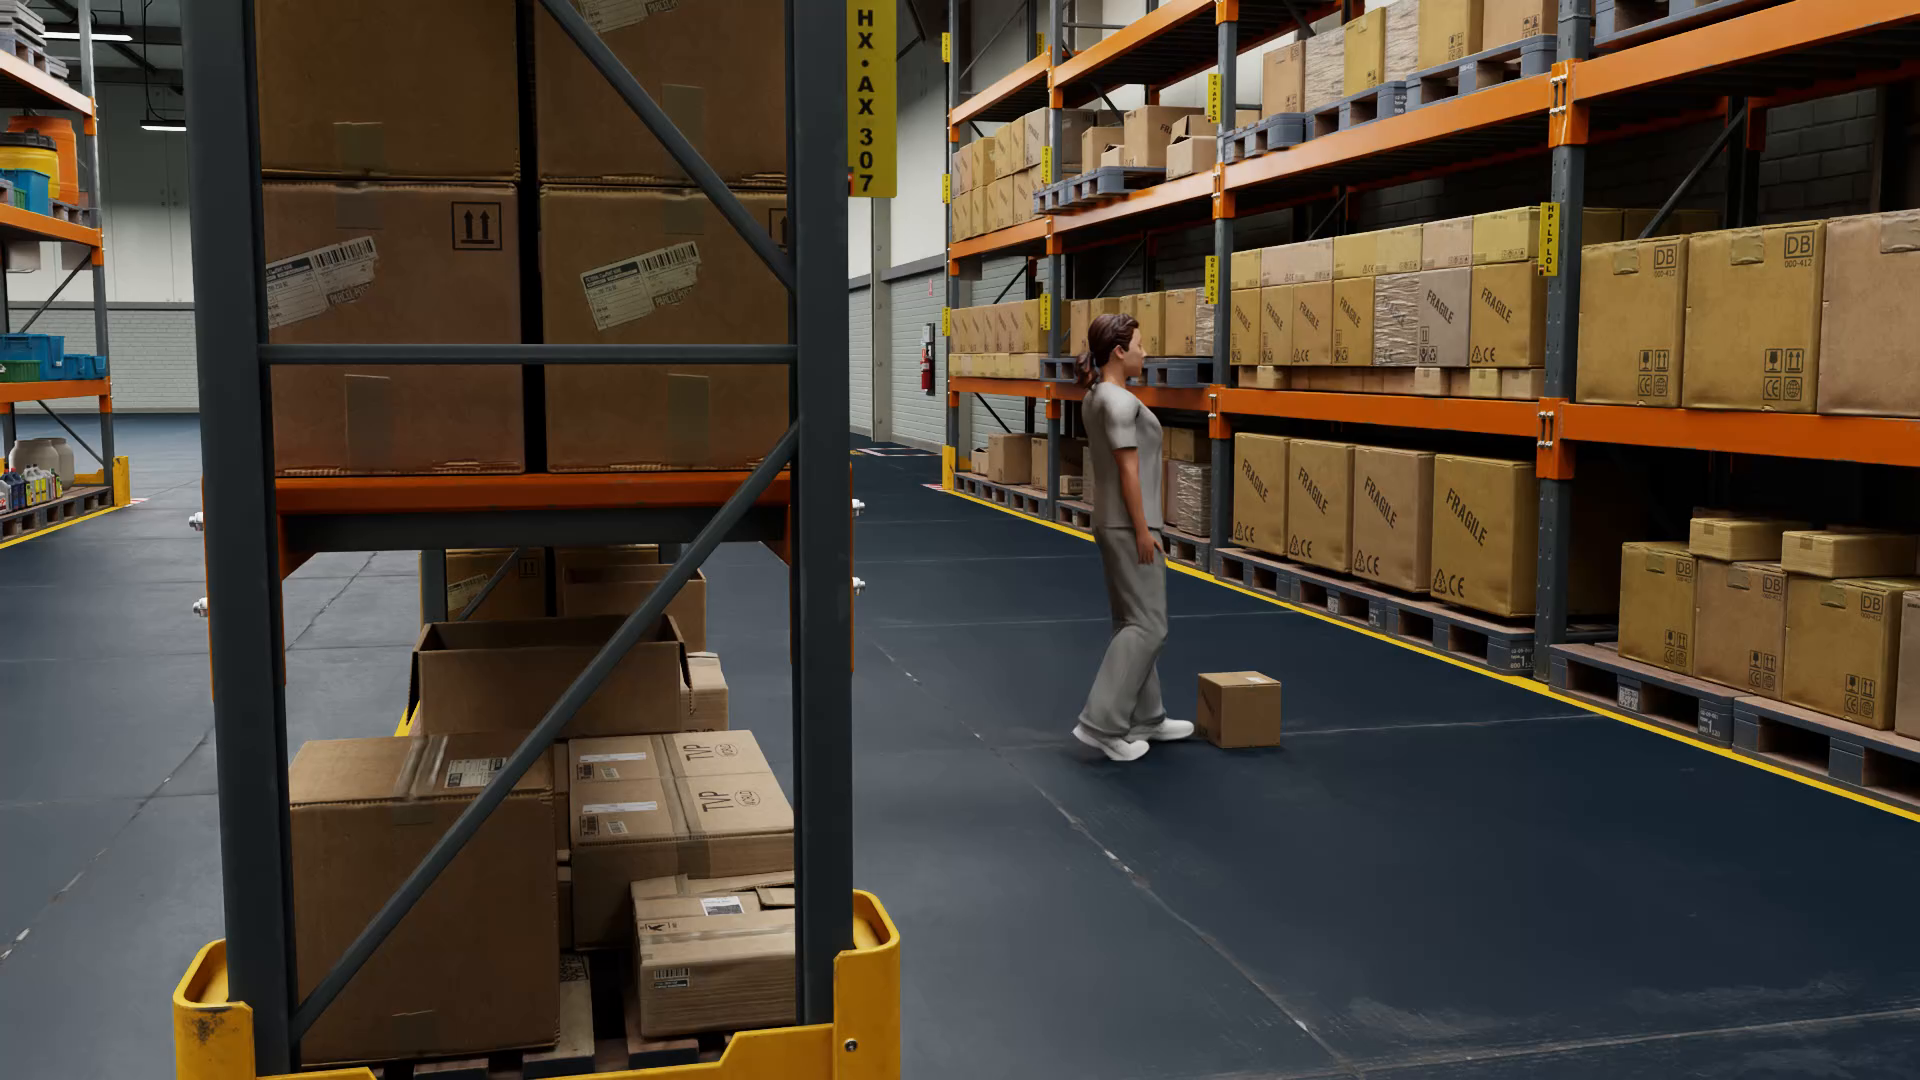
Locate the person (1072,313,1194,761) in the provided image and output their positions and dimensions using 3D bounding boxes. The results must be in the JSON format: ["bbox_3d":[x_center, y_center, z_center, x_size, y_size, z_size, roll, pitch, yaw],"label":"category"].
[{"bbox_3d":[0.670,-0.023,6.377,0.540,1.680,0.487,-1,6,-6],"label":"person"}]
